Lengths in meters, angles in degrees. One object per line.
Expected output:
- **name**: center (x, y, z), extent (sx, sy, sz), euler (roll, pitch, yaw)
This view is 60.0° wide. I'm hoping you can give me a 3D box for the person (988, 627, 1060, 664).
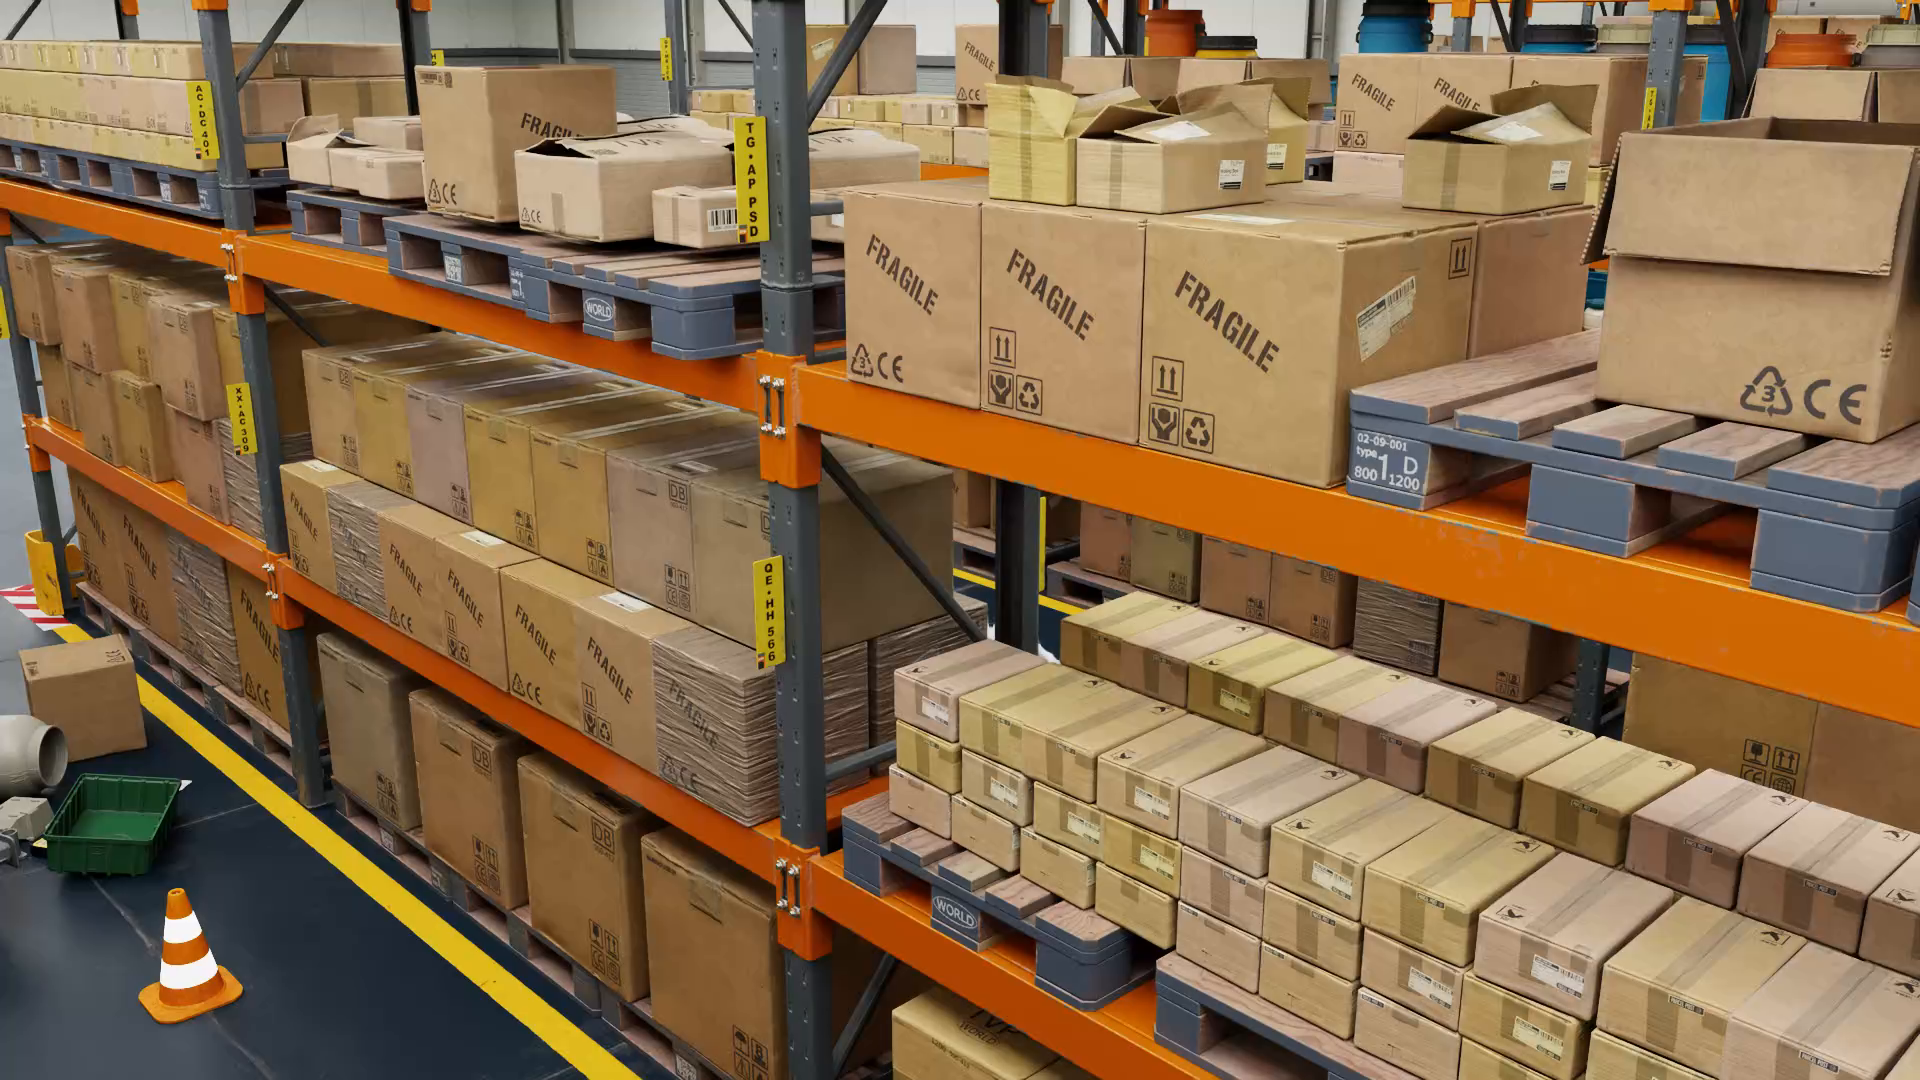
- **person**: center (0.157, 0.817, 8.215), extent (0.885, 0.975, 0.580), euler (-16, 23, -41)
